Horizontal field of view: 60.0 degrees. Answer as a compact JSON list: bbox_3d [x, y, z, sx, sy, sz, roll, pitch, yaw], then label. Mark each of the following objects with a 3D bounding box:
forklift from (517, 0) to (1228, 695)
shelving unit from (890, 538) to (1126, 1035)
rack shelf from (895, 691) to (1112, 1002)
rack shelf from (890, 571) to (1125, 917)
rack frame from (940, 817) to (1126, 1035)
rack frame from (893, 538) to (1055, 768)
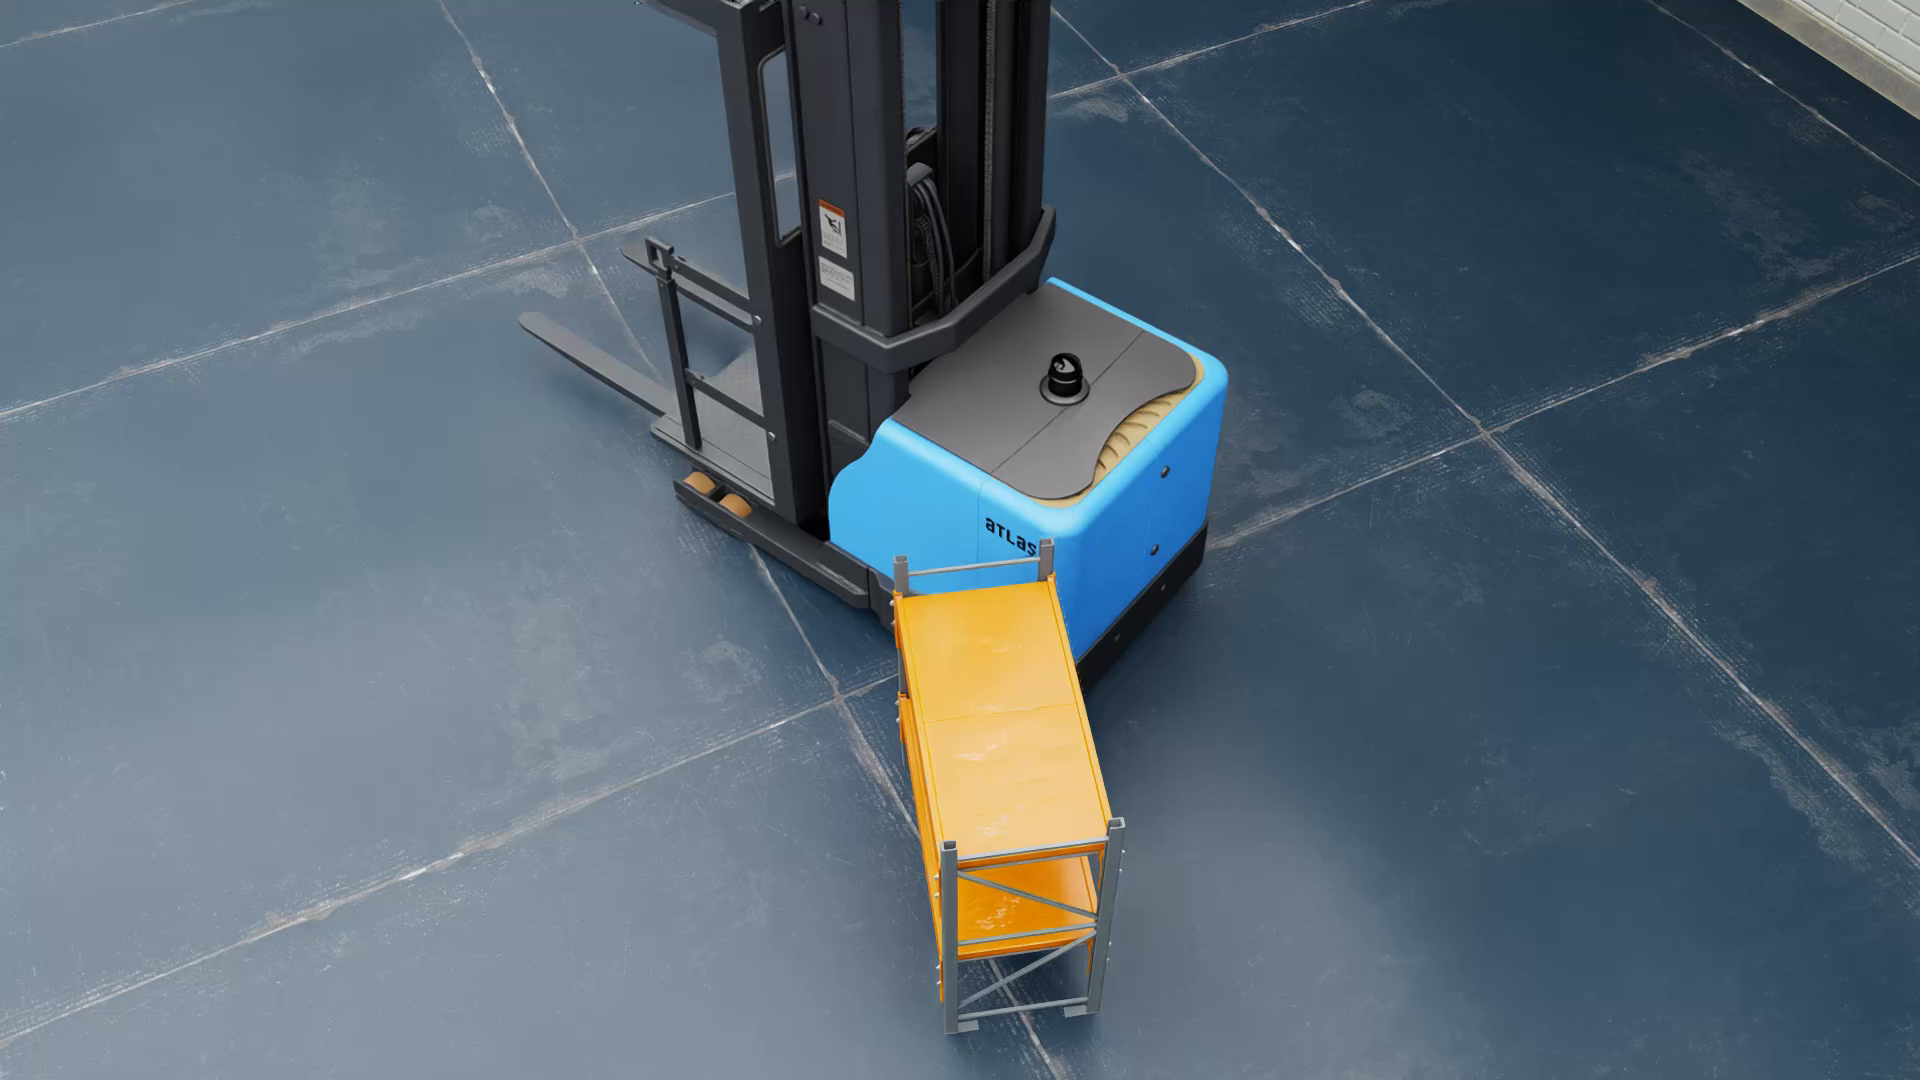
[{"bbox_3d":[-0.523,-1.269,5.805,3.031,2.935,1.130,31,56,24],"label":"forklift"},{"bbox_3d":[0.120,0.780,5.213,0.538,1.125,1.048,-7,49,-6],"label":"shelving unit"},{"bbox_3d":[0.120,0.941,5.397,0.538,0.278,1.000,-7,49,-6],"label":"rack shelf"},{"bbox_3d":[0.120,0.588,4.992,0.538,0.278,1.000,-7,49,-6],"label":"rack shelf"},{"bbox_3d":[0.196,1.159,4.882,0.500,1.125,0.032,-7,49,-6],"label":"rack frame"},{"bbox_3d":[0.043,0.402,5.544,0.500,1.125,0.032,-7,49,-6],"label":"rack frame"}]
